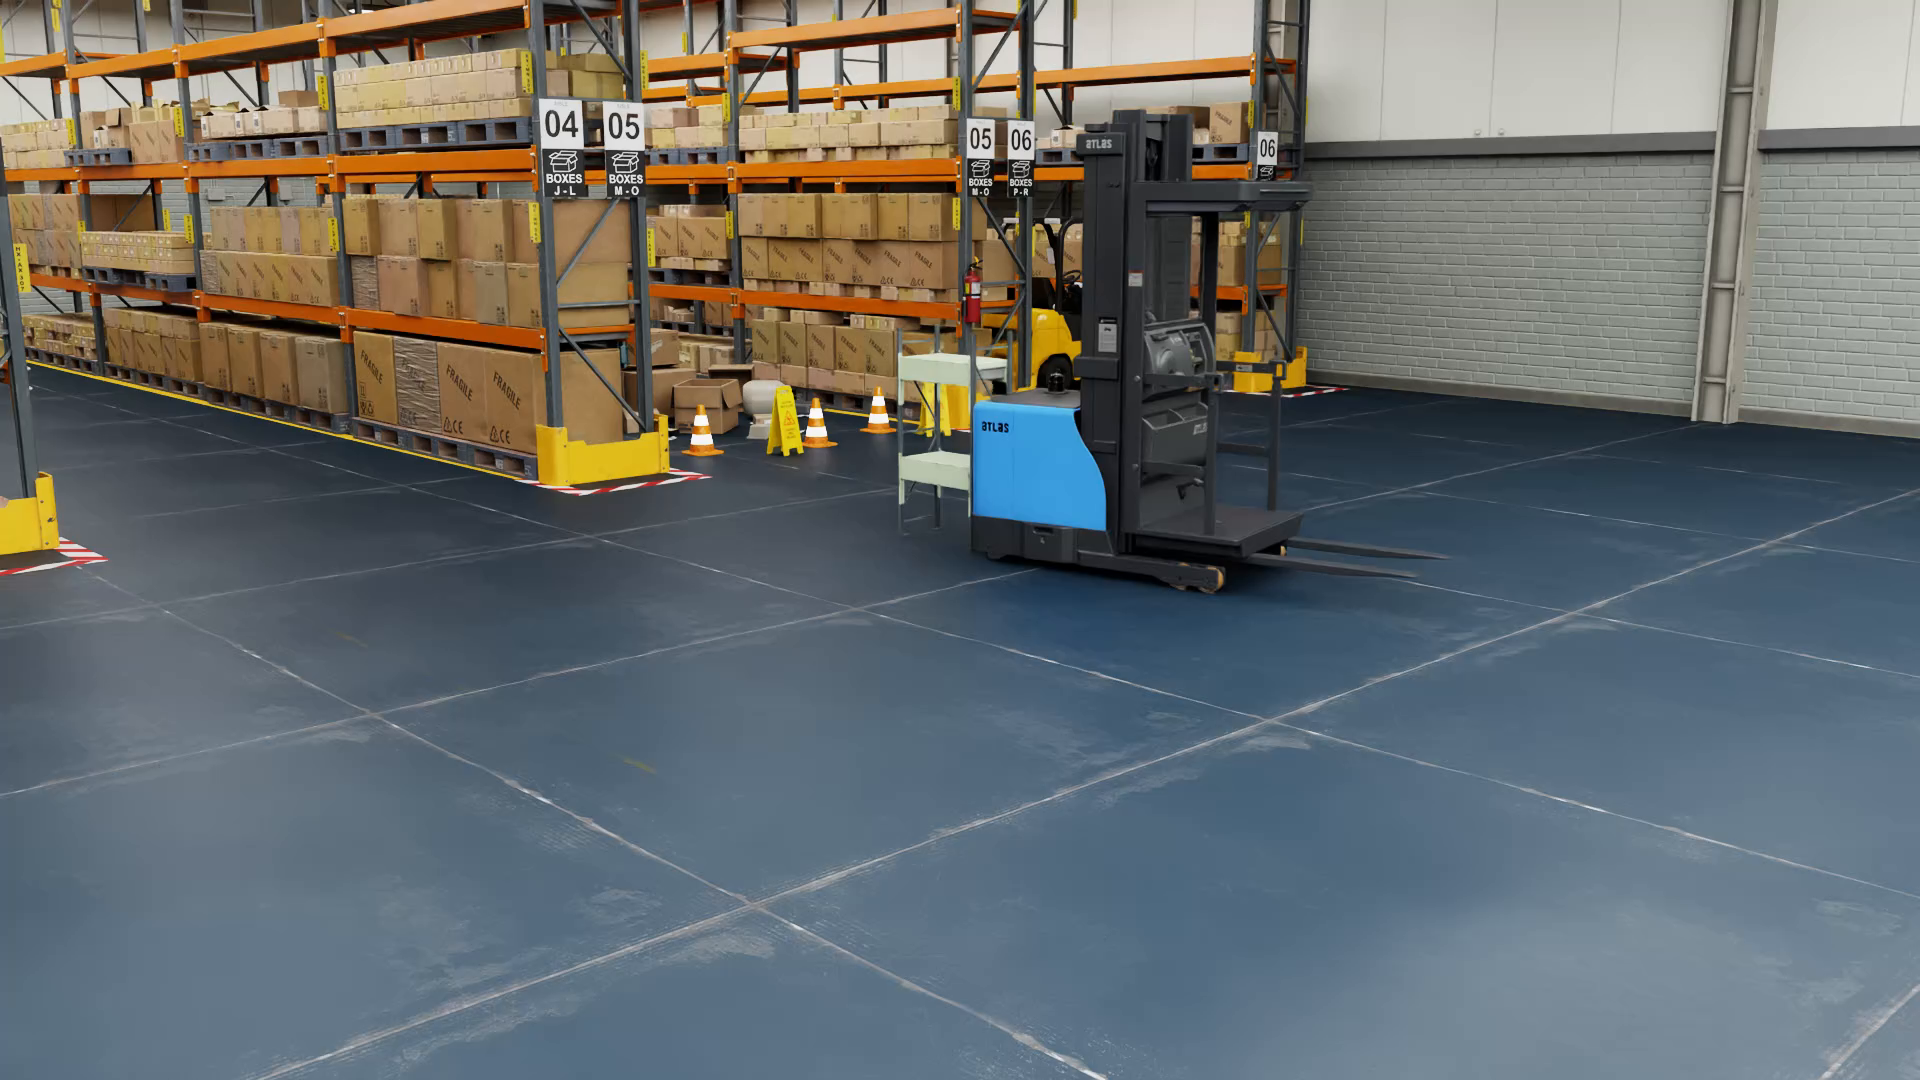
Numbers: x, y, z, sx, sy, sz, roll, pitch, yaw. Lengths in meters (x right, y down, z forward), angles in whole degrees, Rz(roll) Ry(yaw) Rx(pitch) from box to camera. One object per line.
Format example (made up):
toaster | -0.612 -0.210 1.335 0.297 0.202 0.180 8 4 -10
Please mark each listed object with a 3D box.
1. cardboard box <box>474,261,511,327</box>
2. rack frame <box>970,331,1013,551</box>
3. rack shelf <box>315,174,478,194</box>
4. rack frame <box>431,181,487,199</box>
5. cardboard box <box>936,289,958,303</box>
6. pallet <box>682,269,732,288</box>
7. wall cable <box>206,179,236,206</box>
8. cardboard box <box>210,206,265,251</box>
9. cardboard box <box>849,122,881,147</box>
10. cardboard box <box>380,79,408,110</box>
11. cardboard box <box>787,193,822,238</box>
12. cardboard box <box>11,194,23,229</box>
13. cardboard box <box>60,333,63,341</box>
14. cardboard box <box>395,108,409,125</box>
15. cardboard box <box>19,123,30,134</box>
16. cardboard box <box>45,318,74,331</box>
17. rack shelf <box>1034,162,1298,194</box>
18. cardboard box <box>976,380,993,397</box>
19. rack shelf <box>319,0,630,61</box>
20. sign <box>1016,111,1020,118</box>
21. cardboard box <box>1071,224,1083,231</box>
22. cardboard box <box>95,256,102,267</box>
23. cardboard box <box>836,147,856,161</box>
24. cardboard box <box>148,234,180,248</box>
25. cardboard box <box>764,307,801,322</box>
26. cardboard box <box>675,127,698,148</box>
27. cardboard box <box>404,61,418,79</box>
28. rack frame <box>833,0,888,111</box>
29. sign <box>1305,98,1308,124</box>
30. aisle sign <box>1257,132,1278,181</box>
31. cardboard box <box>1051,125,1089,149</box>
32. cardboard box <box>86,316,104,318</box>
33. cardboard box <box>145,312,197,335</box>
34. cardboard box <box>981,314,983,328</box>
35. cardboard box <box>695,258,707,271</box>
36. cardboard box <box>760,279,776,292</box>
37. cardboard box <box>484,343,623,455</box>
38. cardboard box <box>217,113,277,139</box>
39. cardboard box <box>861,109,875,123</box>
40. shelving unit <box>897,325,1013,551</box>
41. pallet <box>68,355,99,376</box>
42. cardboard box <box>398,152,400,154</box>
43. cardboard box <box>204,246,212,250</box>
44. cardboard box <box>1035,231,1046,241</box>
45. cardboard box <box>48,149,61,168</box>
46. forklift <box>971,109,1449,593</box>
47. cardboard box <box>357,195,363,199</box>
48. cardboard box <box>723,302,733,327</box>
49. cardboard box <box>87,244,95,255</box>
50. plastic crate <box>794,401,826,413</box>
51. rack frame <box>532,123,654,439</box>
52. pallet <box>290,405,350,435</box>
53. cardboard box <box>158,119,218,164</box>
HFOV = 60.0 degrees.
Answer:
cardboard box | -3.814 -2.226 14.911 0.875 0.550 0.550 -11 16 -43
rack frame | 0.217 -0.686 11.522 0.400 1.500 0.023 -11 16 -44
rack shelf | -9.287 -5.892 27.426 1.077 0.370 4.000 -11 16 -43
rack frame | -7.906 -4.483 26.240 1.000 3.000 0.127 -11 16 -43
cardboard box | -0.032 -2.634 17.885 0.380 0.149 0.250 -10 15 -41
pallet | -2.804 -3.354 21.232 1.003 0.211 1.213 -11 16 -43
wall cable | -14.579 -6.400 32.946 0.585 1.953 0.123 -11 16 -43
cardboard box | -8.351 -3.667 19.551 0.700 0.500 0.500 -11 16 -43
cardboard box | -0.876 -4.459 18.323 0.500 0.250 0.500 -10 16 -41
cardboard box | -5.058 -4.150 15.534 0.500 0.250 0.500 -11 16 -43
cardboard box | -1.570 -3.751 19.223 0.700 0.500 0.500 -11 16 -44
cardboard box | -13.708 -4.872 24.662 0.500 0.500 0.500 -10 15 -41
cardboard box | -12.874 -2.982 24.237 0.380 0.149 0.250 -10 15 -40
cardboard box | -5.005 -3.926 15.435 0.380 0.149 0.250 -11 16 -43
cardboard box | -13.287 -5.920 23.923 0.380 0.149 0.250 -10 15 -41
cardboard box | -13.139 -3.150 24.319 0.380 0.149 0.250 -11 16 -42
rack shelf | 2.587 -4.833 22.286 1.077 0.370 4.000 -11 16 -43
cardboard box | 0.024 -1.747 18.733 0.500 0.250 0.500 -11 16 -43
rack shelf | -4.511 -4.710 15.244 1.077 0.370 4.000 -11 16 -43
sign | 0.820 -5.808 23.172 0.100 0.325 0.005 -11 16 -43
cardboard box | 1.744 -4.319 22.850 0.380 0.149 0.250 -10 16 -41
cardboard box | -11.112 -3.663 21.841 0.380 0.149 0.250 -11 16 -42
cardboard box | -1.161 -4.309 18.583 0.380 0.149 0.250 -11 16 -43
cardboard box | -9.677 -3.652 20.312 0.380 0.149 0.250 -10 15 -41
cardboard box | -2.126 -2.710 19.937 0.380 0.149 0.250 -11 16 -42
cardboard box | -3.235 -5.057 20.920 0.500 0.250 0.500 -11 16 -42
cardboard box | -4.835 -4.280 15.177 0.380 0.149 0.250 -11 16 -43
rack frame | -1.556 -7.530 26.161 1.000 3.000 0.127 -11 16 -43
sign | 4.374 -5.437 21.071 0.100 0.325 0.005 -11 16 -43
aisle sign | 3.801 -4.647 20.592 0.394 0.787 0.004 -11 16 -43
cardboard box | 1.604 -5.533 22.832 0.500 0.311 0.500 -10 16 -41
cardboard box | -12.868 -3.279 24.942 0.380 0.149 0.250 -10 15 -40
cardboard box | -10.012 -2.756 21.149 0.500 0.250 0.500 -10 16 -41
cardboard box | 0.838 -3.125 24.492 0.875 0.625 0.625 -10 15 -40
cardboard box | -3.106 -3.476 20.932 0.250 0.149 0.380 11 16 43
cardboard box | -2.184 -3.073 20.014 0.380 0.149 0.250 -10 15 -41
cardboard box | -3.646 -1.282 14.927 0.875 0.875 0.875 -11 16 -42
cardboard box | -7.967 -4.636 18.630 0.500 0.250 0.500 -10 16 -41
cardboard box | -0.869 -4.677 18.394 0.250 0.149 0.380 11 16 44
shelving unit | -0.040 -0.738 11.777 0.431 1.500 0.755 -11 16 -44
pallet | -11.906 -2.506 23.553 1.003 0.211 1.213 -11 16 -43
cardboard box | -8.761 -6.171 26.333 0.380 0.149 0.250 -10 16 -41
cardboard box | -9.218 -3.600 20.795 0.250 0.149 0.380 11 16 43
cardboard box | 1.236 -4.292 23.453 0.380 0.149 0.250 -11 16 -43
cardboard box | -12.287 -5.283 23.059 0.500 0.250 0.500 -11 16 -43
forklift | 1.587 -1.226 10.597 3.031 2.935 1.130 8 14 32
cardboard box | -9.738 -5.642 27.529 0.380 0.149 0.250 -11 16 -42
cardboard box | -3.773 -3.979 28.944 0.500 0.500 0.500 -11 16 -43
cardboard box | -11.297 -3.848 22.001 0.380 0.149 0.250 -11 16 -44
plastic crate | -1.890 -1.543 19.201 0.583 0.080 0.402 6 13 26
rack frame | -3.129 -2.028 14.320 1.000 3.000 0.127 -11 16 -43
pallet | -6.479 -1.348 17.930 1.003 0.211 1.213 -11 16 -43
cardboard box | -9.232 -4.761 19.906 0.500 0.500 0.500 -11 16 -43
